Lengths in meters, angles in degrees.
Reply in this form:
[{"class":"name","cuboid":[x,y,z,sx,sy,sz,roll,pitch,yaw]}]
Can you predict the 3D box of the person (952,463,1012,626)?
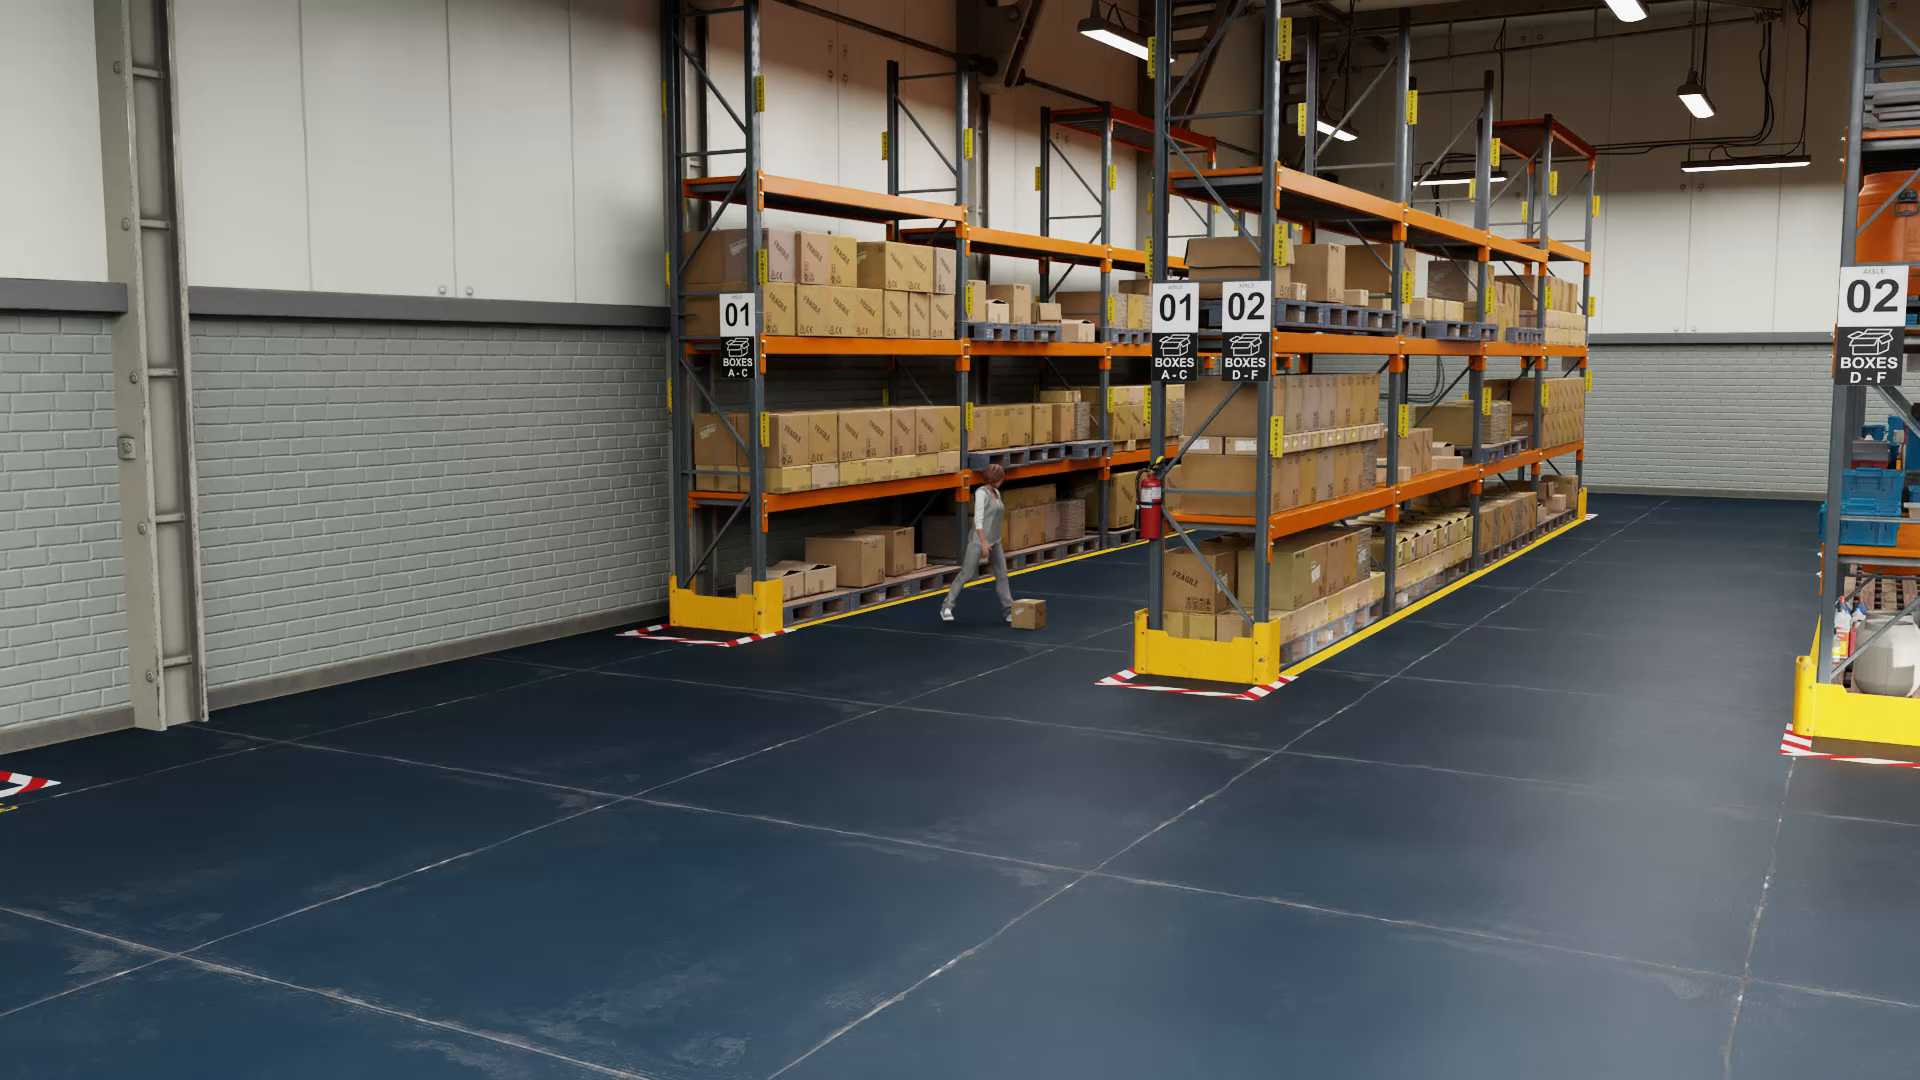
[{"class":"person","cuboid":[0.275,0.038,16.279,0.673,1.586,0.521,3,7,26]}]
